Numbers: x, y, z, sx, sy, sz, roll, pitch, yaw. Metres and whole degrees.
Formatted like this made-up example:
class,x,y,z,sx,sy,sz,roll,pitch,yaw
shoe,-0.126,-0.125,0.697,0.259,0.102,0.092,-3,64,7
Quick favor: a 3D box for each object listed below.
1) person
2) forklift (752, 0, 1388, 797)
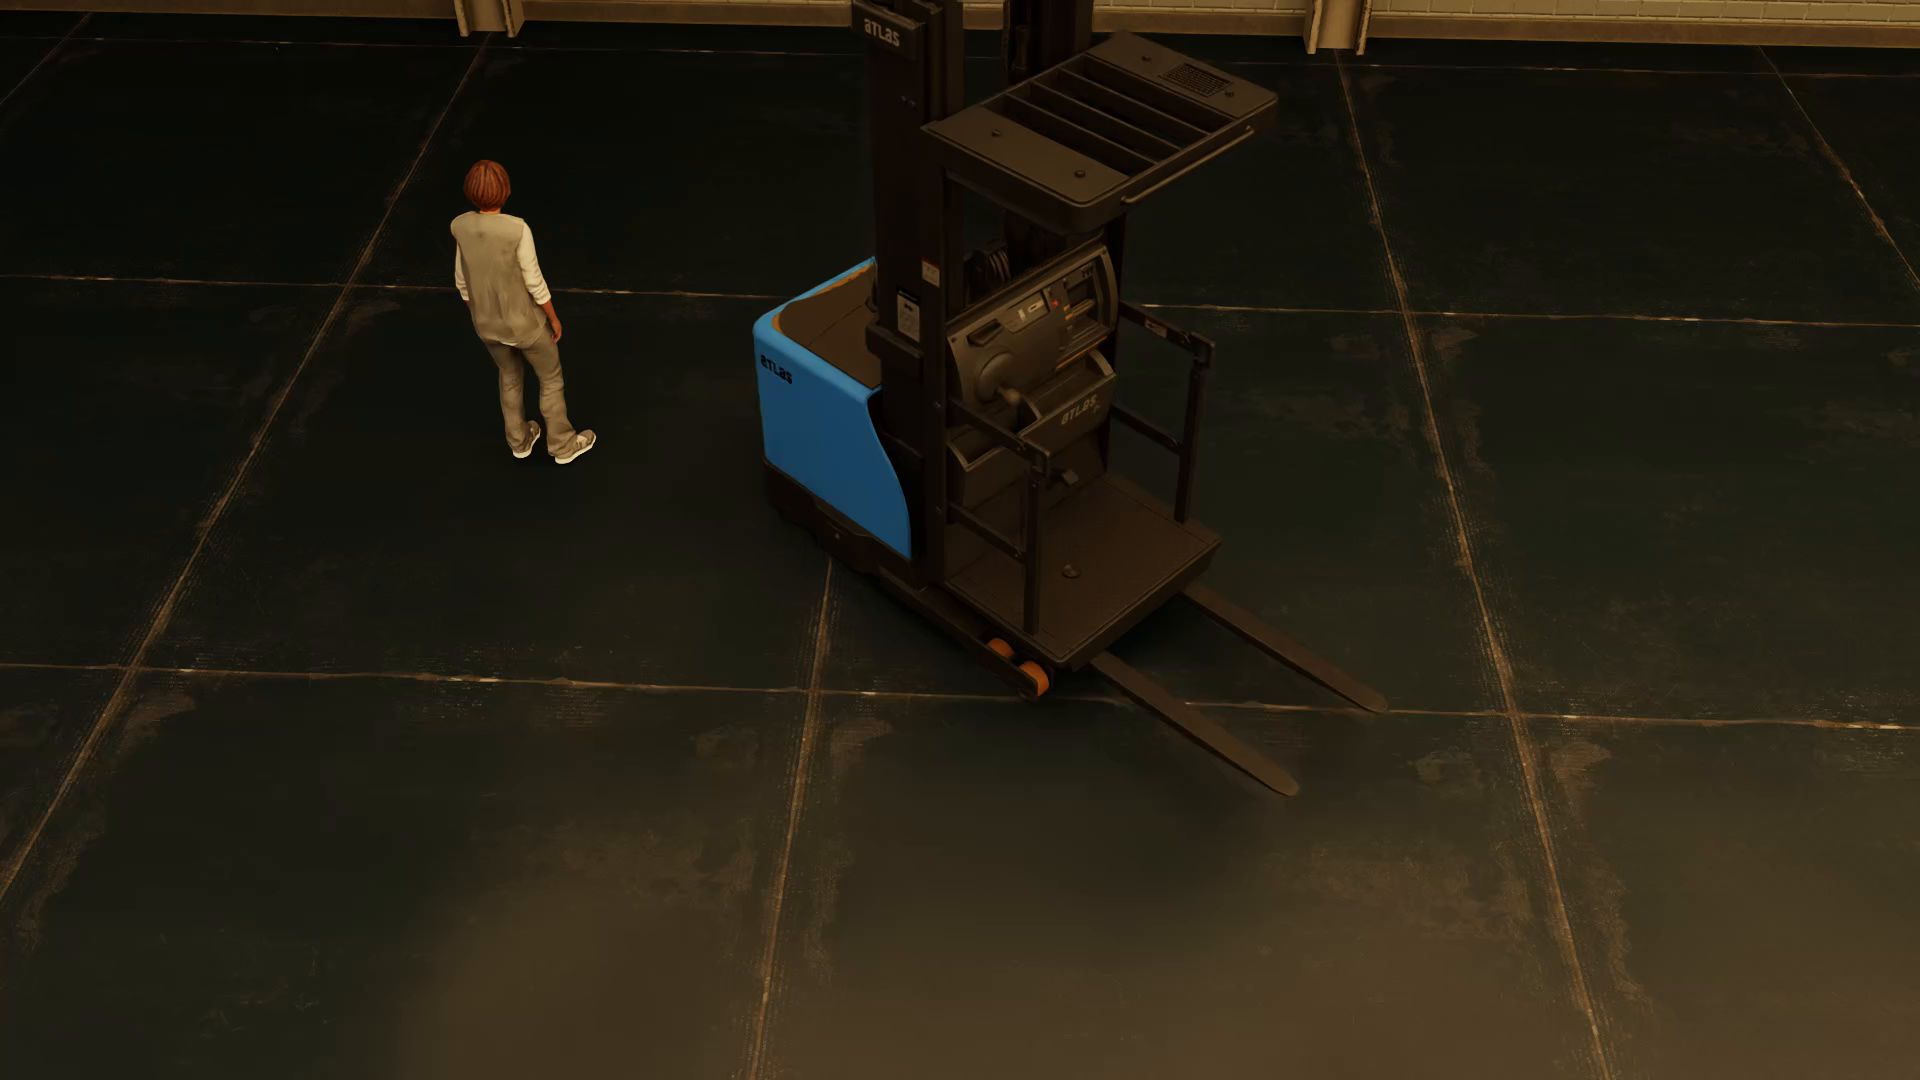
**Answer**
class,x,y,z,sx,sy,sz,roll,pitch,yaw
person,-2.110,-1.040,7.876,0.474,1.590,0.348,10,43,10
forklift,0.455,-0.795,6.613,3.031,2.935,1.130,34,52,31
